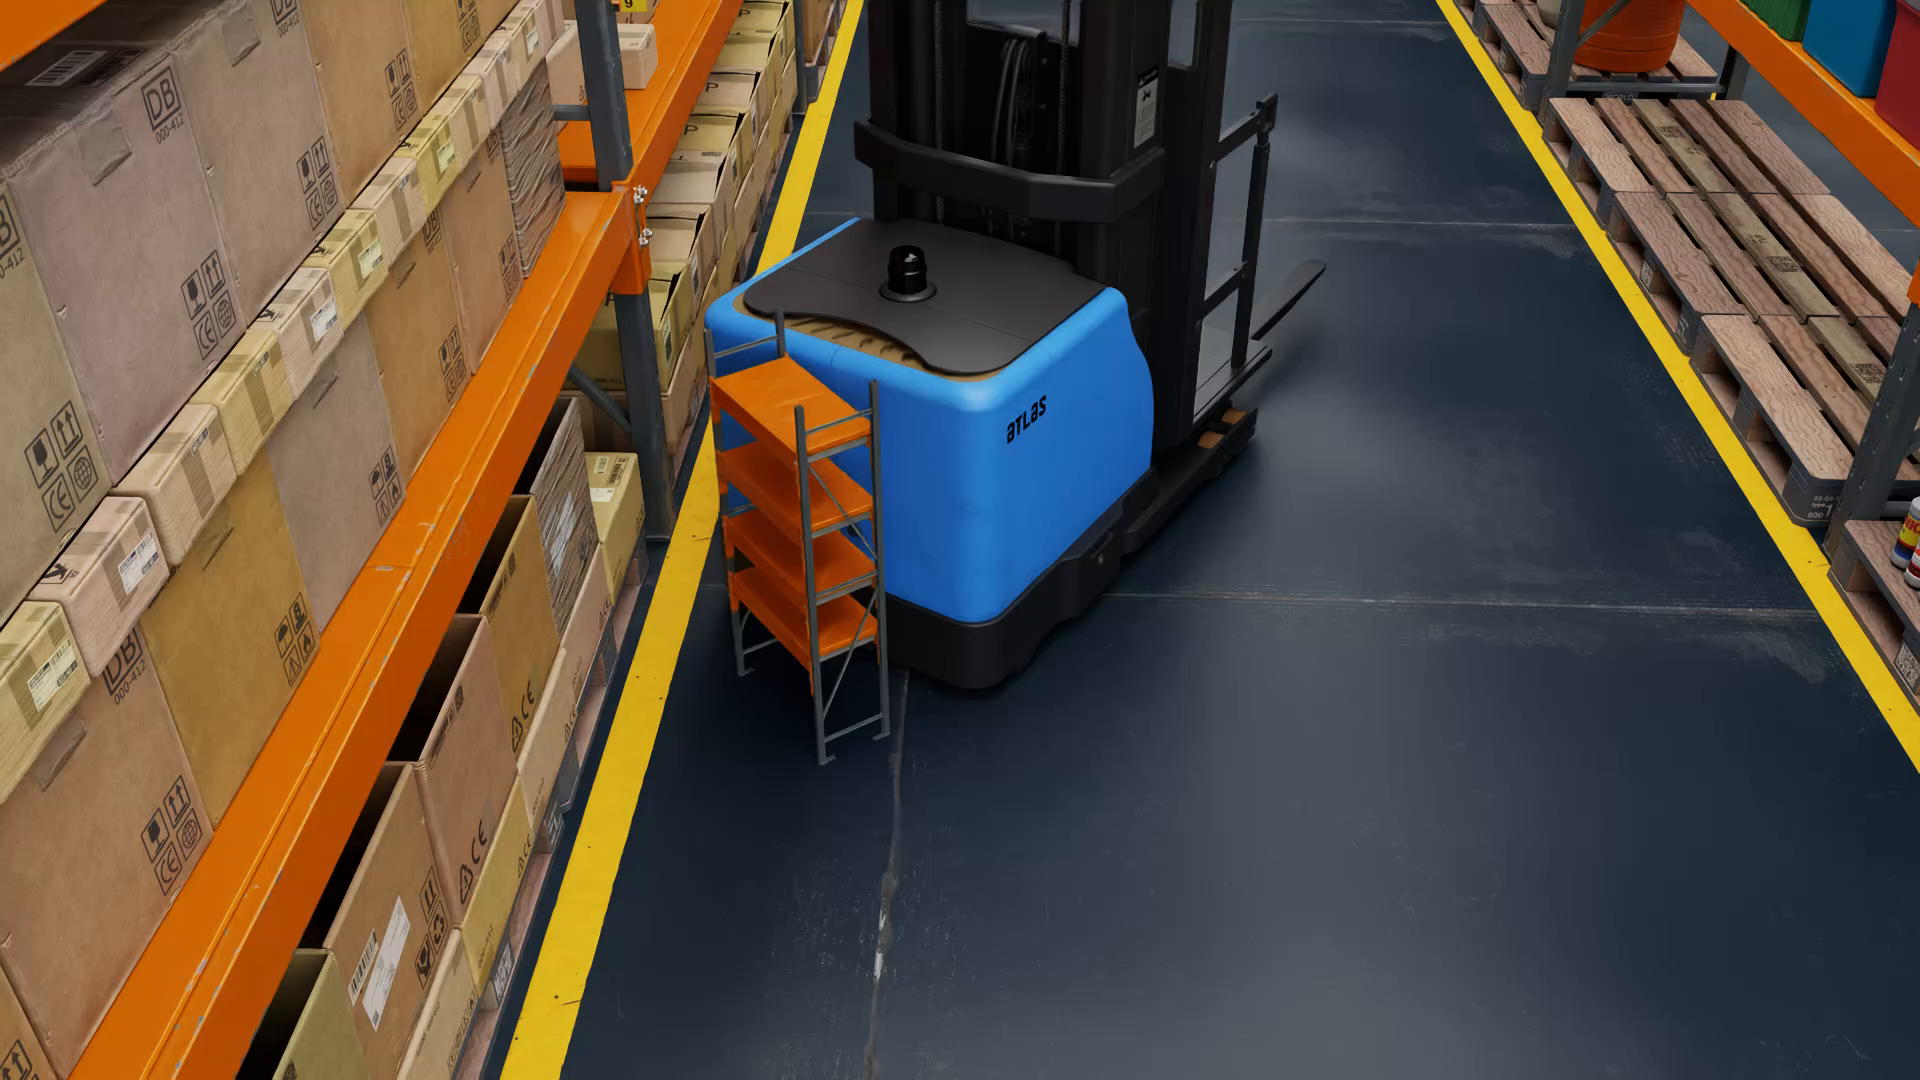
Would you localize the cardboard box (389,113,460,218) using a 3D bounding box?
[{"bbox_3d":[-1.337,-0.829,3.670,0.380,0.149,0.250,1,35,2],"label":"cardboard box"}]

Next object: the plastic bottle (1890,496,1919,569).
[{"bbox_3d":[3.001,-0.043,5.192,0.097,0.271,0.097,0,35,0],"label":"plastic bottle"}]

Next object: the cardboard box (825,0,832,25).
[{"bbox_3d":[-1.018,-3.280,9.599,0.500,0.500,0.500,0,35,0],"label":"cardboard box"}]

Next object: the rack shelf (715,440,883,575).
[{"bbox_3d":[-0.449,-0.121,4.607,0.258,0.148,0.480,-22,41,-28],"label":"rack shelf"}]

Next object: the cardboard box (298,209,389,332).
[{"bbox_3d":[-1.355,-0.531,3.246,0.380,0.149,0.250,2,35,3],"label":"cardboard box"}]

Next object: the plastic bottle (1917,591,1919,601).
[{"bbox_3d":[2.993,0.103,5.046,0.097,0.201,0.097,0,35,0],"label":"plastic bottle"}]

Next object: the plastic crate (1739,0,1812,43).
[{"bbox_3d":[3.239,-2.072,6.274,0.450,0.188,0.662,1,35,2],"label":"plastic crate"}]

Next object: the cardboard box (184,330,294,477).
[{"bbox_3d":[-1.378,-0.237,2.828,0.380,0.149,0.250,1,35,1],"label":"cardboard box"}]

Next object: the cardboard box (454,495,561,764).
[{"bbox_3d":[-1.346,0.224,4.197,0.500,0.500,0.500,1,35,2],"label":"cardboard box"}]

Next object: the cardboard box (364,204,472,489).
[{"bbox_3d":[-1.548,-0.463,3.713,0.700,0.500,0.500,2,35,3],"label":"cardboard box"}]

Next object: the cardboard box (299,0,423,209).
[{"bbox_3d":[-1.549,-1.007,3.359,0.700,0.500,0.500,1,35,2],"label":"cardboard box"}]

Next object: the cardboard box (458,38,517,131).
[{"bbox_3d":[-1.315,-1.121,4.085,0.380,0.149,0.250,0,35,1],"label":"cardboard box"}]

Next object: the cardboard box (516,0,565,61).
[{"bbox_3d":[-1.295,-1.414,4.502,0.380,0.149,0.250,1,35,2],"label":"cardboard box"}]

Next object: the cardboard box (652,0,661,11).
[{"bbox_3d":[-1.409,-2.341,6.385,0.500,0.500,0.500,1,35,2],"label":"cardboard box"}]

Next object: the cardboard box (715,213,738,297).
[{"bbox_3d":[-1.194,-1.133,6.779,0.500,0.250,0.500,0,35,0],"label":"cardboard box"}]

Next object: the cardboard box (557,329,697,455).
[{"bbox_3d":[-1.234,-0.541,5.938,0.500,0.250,0.500,1,35,1],"label":"cardboard box"}]

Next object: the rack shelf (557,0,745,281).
[{"bbox_3d":[-1.417,-2.123,6.788,1.077,0.370,4.000,1,35,2],"label":"rack shelf"}]

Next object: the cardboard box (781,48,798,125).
[{"bbox_3d":[-1.114,-2.306,8.448,0.500,0.250,0.500,2,35,3],"label":"cardboard box"}]

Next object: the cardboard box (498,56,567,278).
[{"bbox_3d":[-1.509,-1.054,4.555,0.700,0.500,0.500,0,35,1],"label":"cardboard box"}]

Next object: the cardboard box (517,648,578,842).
[{"bbox_3d":[-1.333,0.531,4.412,0.500,0.250,0.500,1,35,2],"label":"cardboard box"}]

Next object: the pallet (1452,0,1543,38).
[{"bbox_3d":[3.654,-3.462,10.493,1.003,0.211,1.213,1,35,2],"label":"pallet"}]

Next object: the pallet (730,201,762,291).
[{"bbox_3d":[-1.461,-1.255,7.352,1.003,0.211,1.213,1,35,2],"label":"pallet"}]

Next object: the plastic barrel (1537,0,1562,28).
[{"bbox_3d":[3.548,-3.212,9.510,0.421,0.512,0.421,0,35,0],"label":"plastic barrel"}]

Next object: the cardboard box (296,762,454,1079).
[{"bbox_3d":[-1.389,0.798,3.380,0.500,0.500,0.500,1,35,2],"label":"cardboard box"}]

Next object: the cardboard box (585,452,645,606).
[{"bbox_3d":[-1.298,-0.044,5.230,0.500,0.250,0.500,1,35,2],"label":"cardboard box"}]

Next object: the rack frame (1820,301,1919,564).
[{"bbox_3d":[3.451,-1.152,4.780,1.000,3.000,0.127,1,35,2],"label":"rack frame"}]

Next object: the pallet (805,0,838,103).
[{"bbox_3d":[-1.269,-2.854,9.627,1.003,0.211,1.213,1,35,2],"label":"pallet"}]

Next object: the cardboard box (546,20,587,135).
[{"bbox_3d":[-1.522,-1.491,5.393,0.500,0.250,0.500,3,35,5],"label":"cardboard box"}]

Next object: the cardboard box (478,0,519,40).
[{"bbox_3d":[-1.509,-1.585,4.181,0.700,0.500,0.500,1,35,2],"label":"cardboard box"}]

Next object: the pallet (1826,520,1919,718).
[{"bbox_3d":[3.383,0.374,5.035,1.003,0.211,1.213,1,35,2],"label":"pallet"}]

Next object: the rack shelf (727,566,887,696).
[{"bbox_3d":[-0.449,0.225,4.849,0.258,0.148,0.480,-22,41,-28],"label":"rack shelf"}]

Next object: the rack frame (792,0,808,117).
[{"bbox_3d":[-1.337,-3.567,8.216,1.000,3.000,0.127,1,35,2],"label":"rack frame"}]

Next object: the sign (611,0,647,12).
[{"bbox_3d":[-0.943,-1.643,4.658,0.100,0.325,0.005,1,35,2],"label":"sign"}]

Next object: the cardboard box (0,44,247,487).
[{"bbox_3d":[-1.590,-0.432,2.541,0.700,0.500,0.500,1,35,2],"label":"cardboard box"}]

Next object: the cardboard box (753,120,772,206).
[{"bbox_3d":[-1.155,-1.720,7.615,0.500,0.250,0.500,2,35,3],"label":"cardboard box"}]

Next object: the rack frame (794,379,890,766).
[{"bbox_3d":[-0.311,0.122,4.532,0.240,1.200,0.015,-22,41,-28],"label":"rack frame"}]

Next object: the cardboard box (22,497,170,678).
[{"bbox_3d":[-1.396,0.063,2.401,0.380,0.149,0.250,1,35,1],"label":"cardboard box"}]

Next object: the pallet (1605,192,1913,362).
[{"bbox_3d":[3.491,-1.166,7.225,1.003,0.211,1.213,1,35,2],"label":"pallet"}]

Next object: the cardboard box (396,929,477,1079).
[{"bbox_3d":[-1.378,1.105,3.595,0.500,0.250,0.500,1,35,2],"label":"cardboard box"}]

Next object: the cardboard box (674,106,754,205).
[{"bbox_3d":[-1.172,-1.660,7.041,0.500,0.311,0.500,2,35,3],"label":"cardboard box"}]

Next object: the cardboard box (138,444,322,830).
[{"bbox_3d":[-1.585,0.134,2.864,0.700,0.500,0.500,2,35,2],"label":"cardboard box"}]

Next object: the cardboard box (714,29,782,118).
[{"bbox_3d":[-1.126,-2.238,7.863,0.500,0.311,0.500,1,35,1],"label":"cardboard box"}]

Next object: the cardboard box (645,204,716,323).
[{"bbox_3d":[-1.207,-1.064,6.194,0.500,0.311,0.500,1,35,1],"label":"cardboard box"}]

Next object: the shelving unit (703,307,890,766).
[{"bbox_3d":[-0.449,0.007,4.696,0.258,1.200,0.503,-22,41,-28],"label":"shelving unit"}]

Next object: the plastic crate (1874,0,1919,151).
[{"bbox_3d":[3.165,-1.463,5.168,0.402,0.464,0.583,1,35,2],"label":"plastic crate"}]

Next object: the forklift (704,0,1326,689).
[{"bbox_3d":[0.450,-1.565,5.427,1.130,2.935,3.031,20,40,26],"label":"forklift"}]

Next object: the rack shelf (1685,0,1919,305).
[{"bbox_3d":[3.532,-2.007,6.622,1.077,0.370,4.000,1,35,2],"label":"rack shelf"}]

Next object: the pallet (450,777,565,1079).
[{"bbox_3d":[-1.618,1.031,4.099,1.003,0.211,1.213,1,35,2],"label":"pallet"}]
